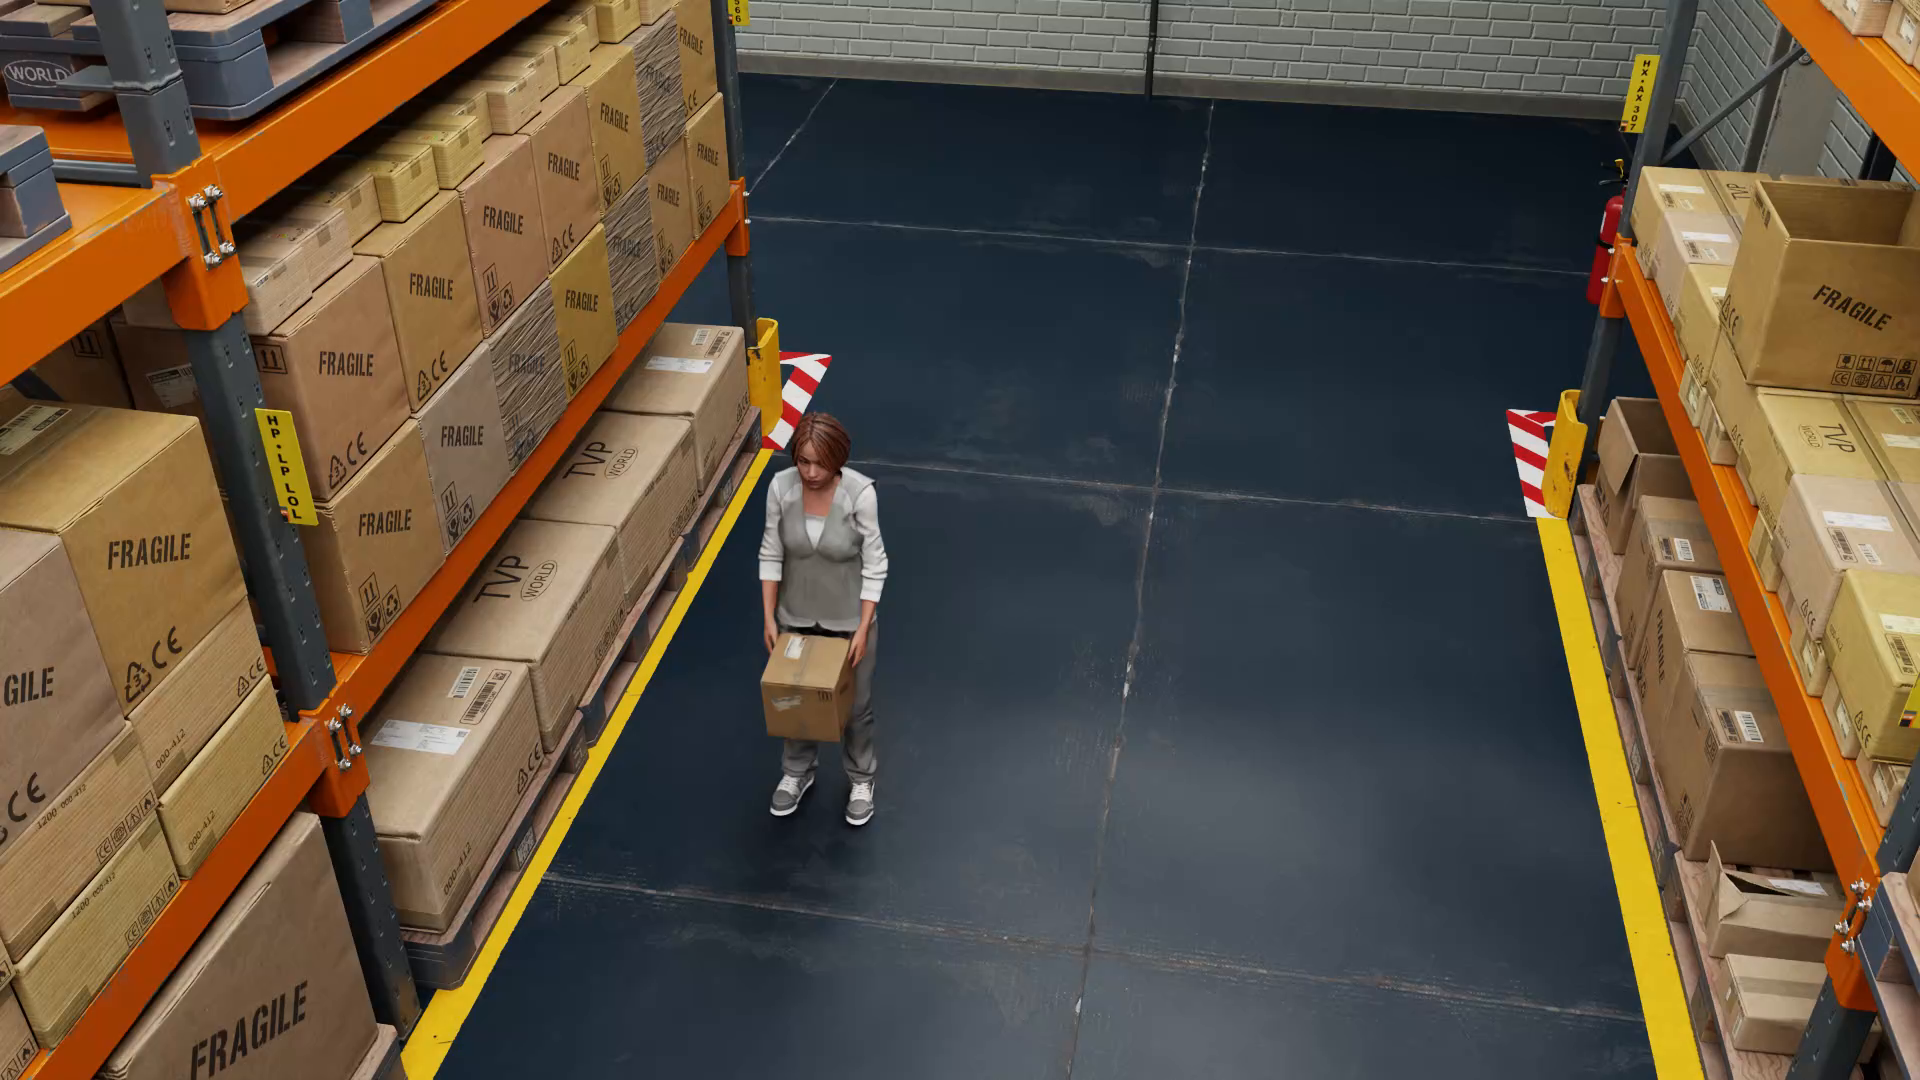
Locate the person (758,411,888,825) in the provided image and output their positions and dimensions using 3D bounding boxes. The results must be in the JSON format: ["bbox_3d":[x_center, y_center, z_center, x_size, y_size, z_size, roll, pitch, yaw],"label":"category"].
[{"bbox_3d":[-0.464,0.282,5.703,0.445,1.602,0.371,5,33,8],"label":"person"}]
